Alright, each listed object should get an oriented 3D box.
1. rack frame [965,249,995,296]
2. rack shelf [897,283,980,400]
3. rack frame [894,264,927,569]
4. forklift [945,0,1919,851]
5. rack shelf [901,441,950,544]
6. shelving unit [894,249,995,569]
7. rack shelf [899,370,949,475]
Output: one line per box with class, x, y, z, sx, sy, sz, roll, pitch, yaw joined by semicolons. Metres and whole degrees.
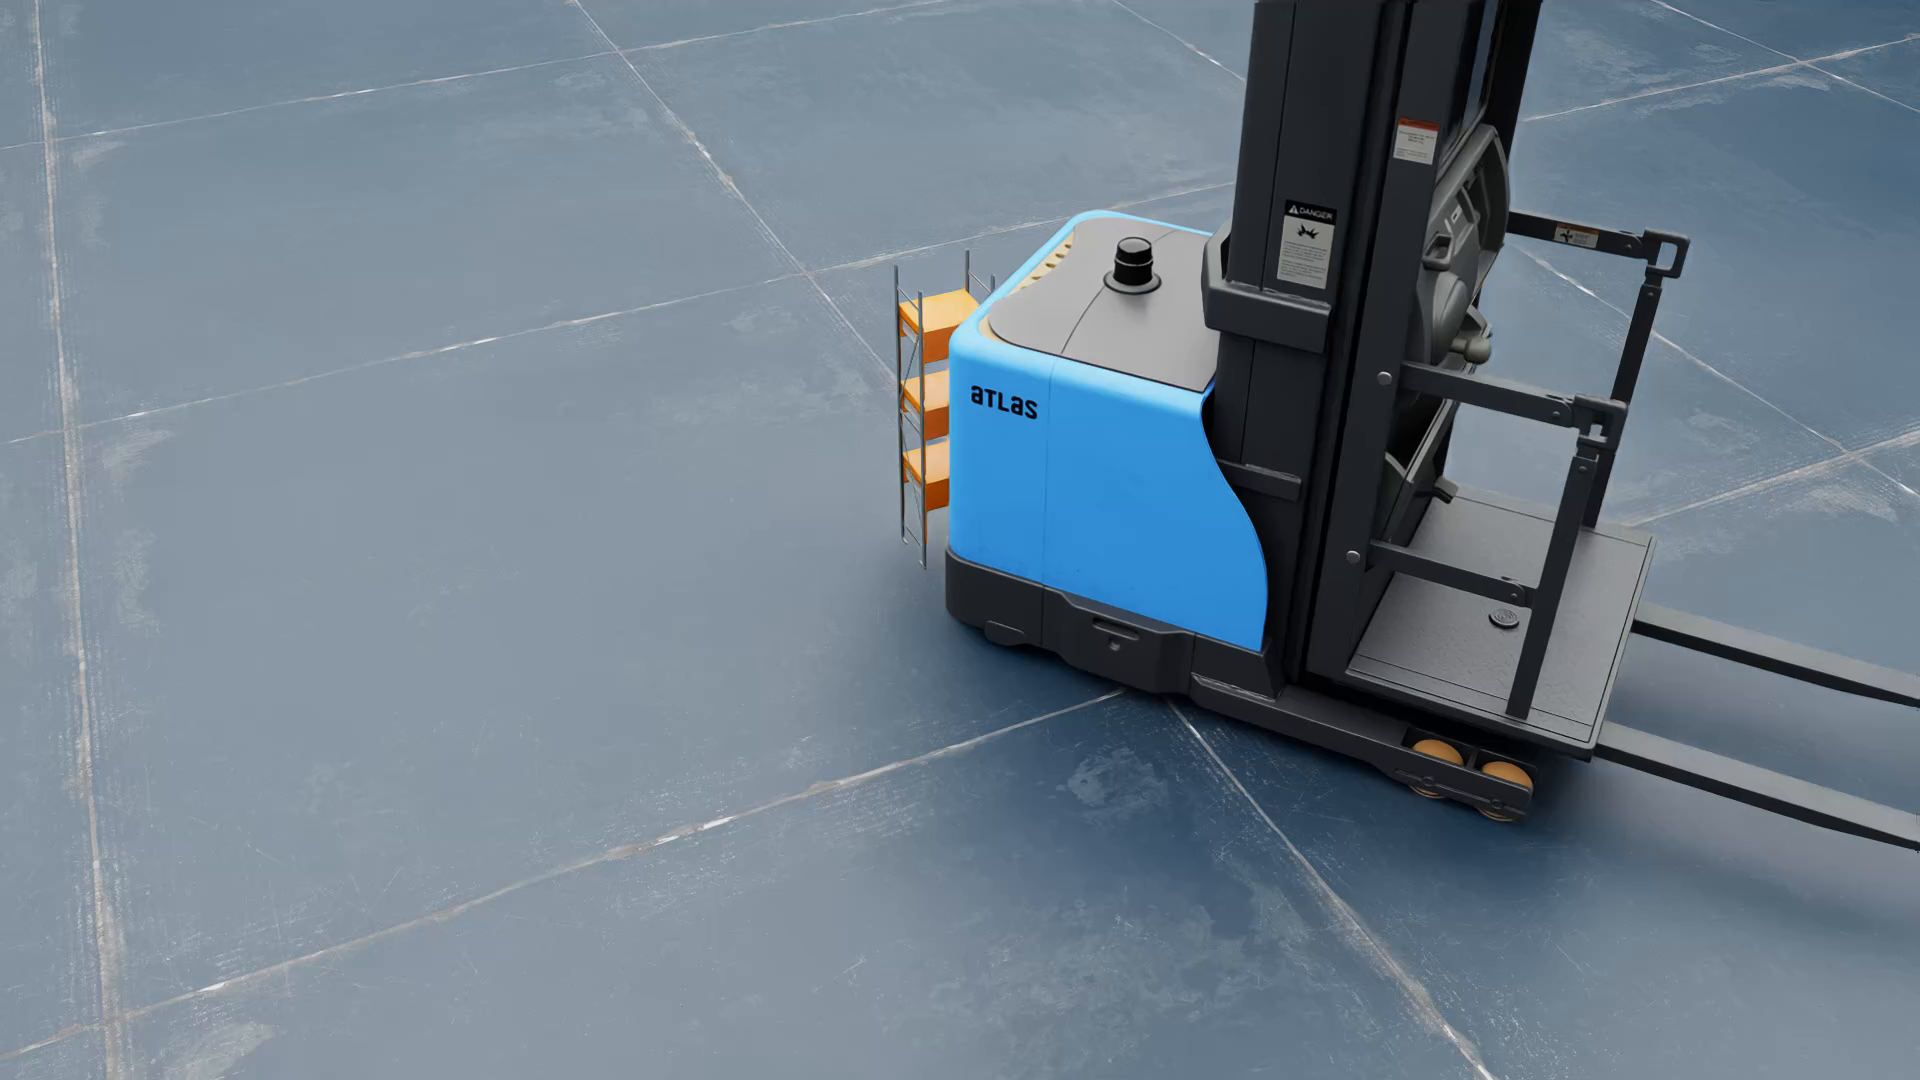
rack frame;0.062;-0.439;5.461;0.008;1.050;0.200;-16;39;-20
rack shelf;-0.048;-0.628;5.256;0.240;0.259;0.215;-16;39;-20
rack frame;-0.159;-0.377;5.377;0.008;1.050;0.200;-16;39;-20
forklift;1.502;-0.750;4.301;3.031;2.935;1.130;17;40;22
rack shelf;-0.048;-0.176;5.591;0.240;0.259;0.215;-16;39;-20
shelving unit;-0.048;-0.408;5.419;0.252;1.050;0.215;-16;39;-20
rack shelf;-0.048;-0.400;5.425;0.240;0.259;0.215;-16;39;-20
